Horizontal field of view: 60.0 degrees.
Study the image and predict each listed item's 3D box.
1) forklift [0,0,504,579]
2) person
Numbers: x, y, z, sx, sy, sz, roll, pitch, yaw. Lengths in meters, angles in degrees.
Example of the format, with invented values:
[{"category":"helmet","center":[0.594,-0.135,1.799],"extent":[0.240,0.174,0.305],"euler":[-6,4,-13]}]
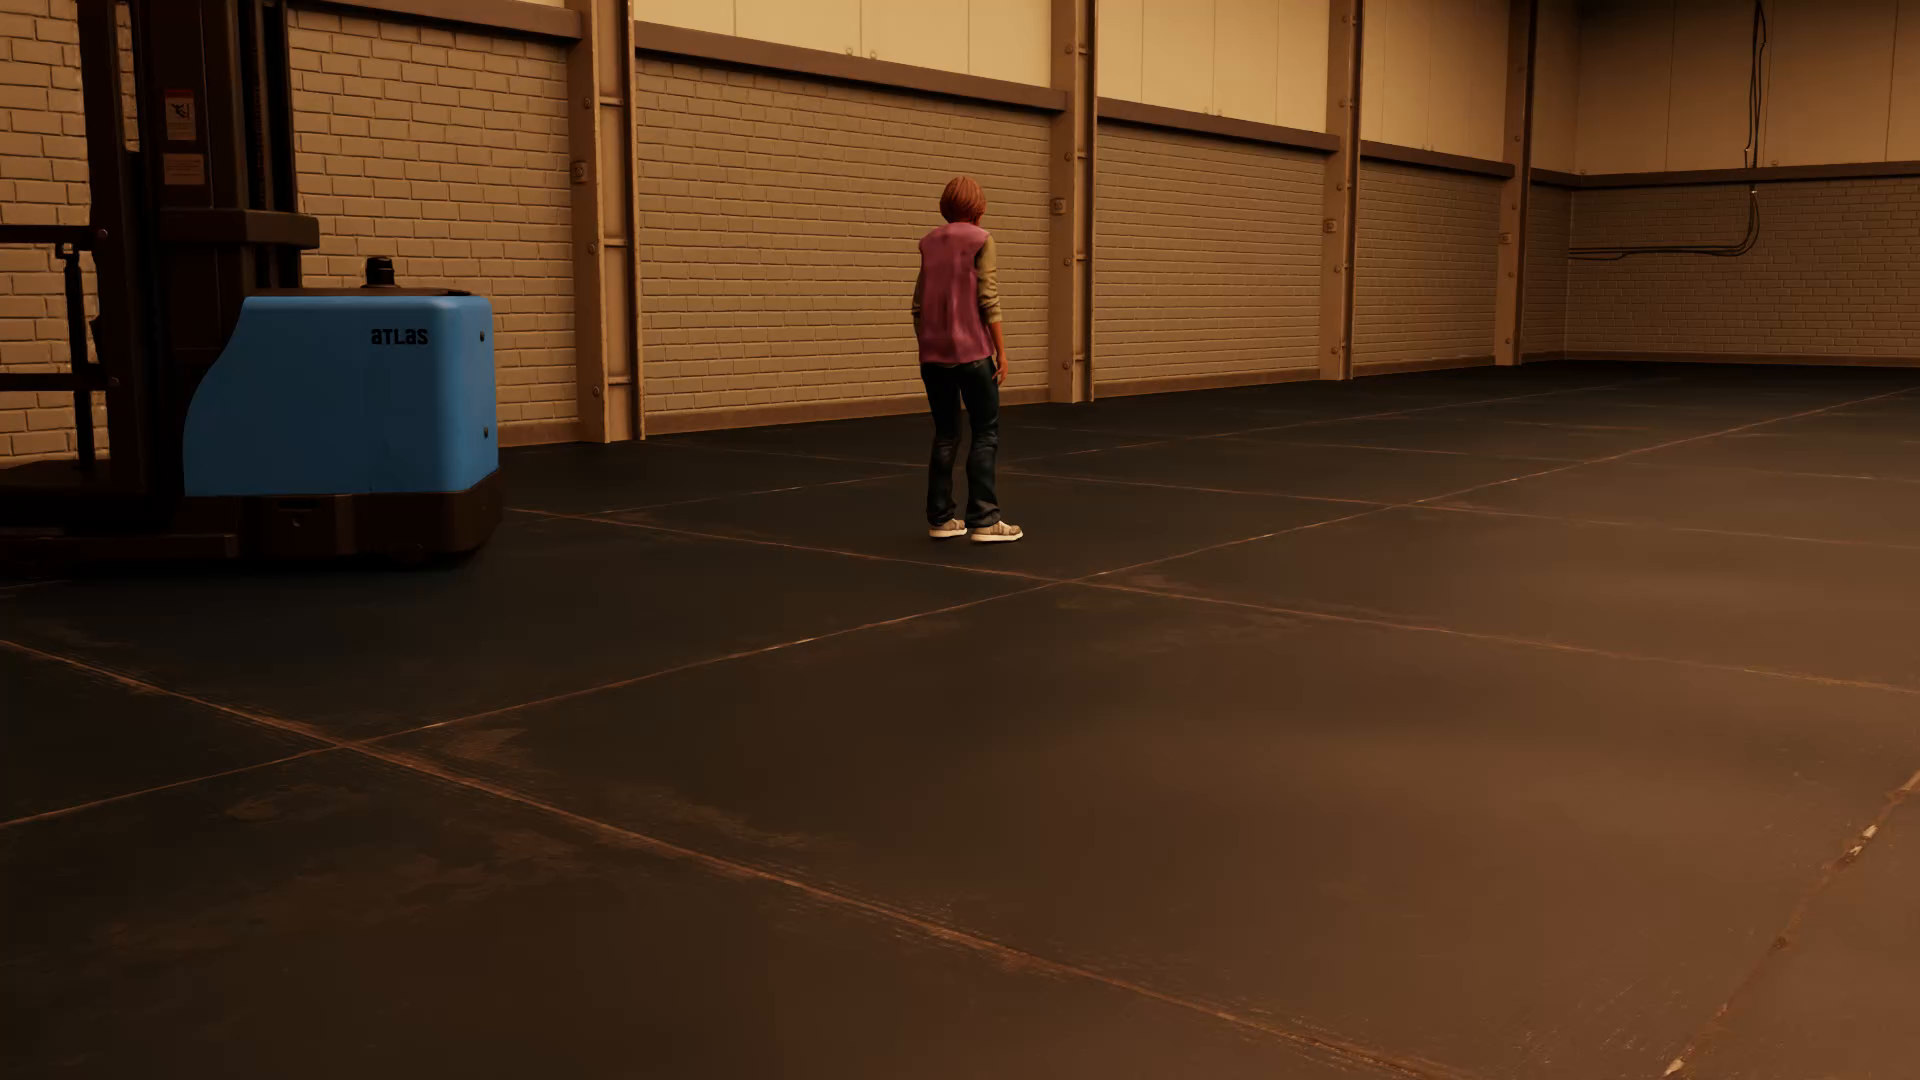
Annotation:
[{"category":"forklift","center":[-3.506,-1.377,6.692],"extent":[3.031,2.935,1.130],"euler":[-1,8,-7]},{"category":"person","center":[0.005,-0.790,7.313],"extent":[0.481,1.591,0.345],"euler":[6,10,35]}]
